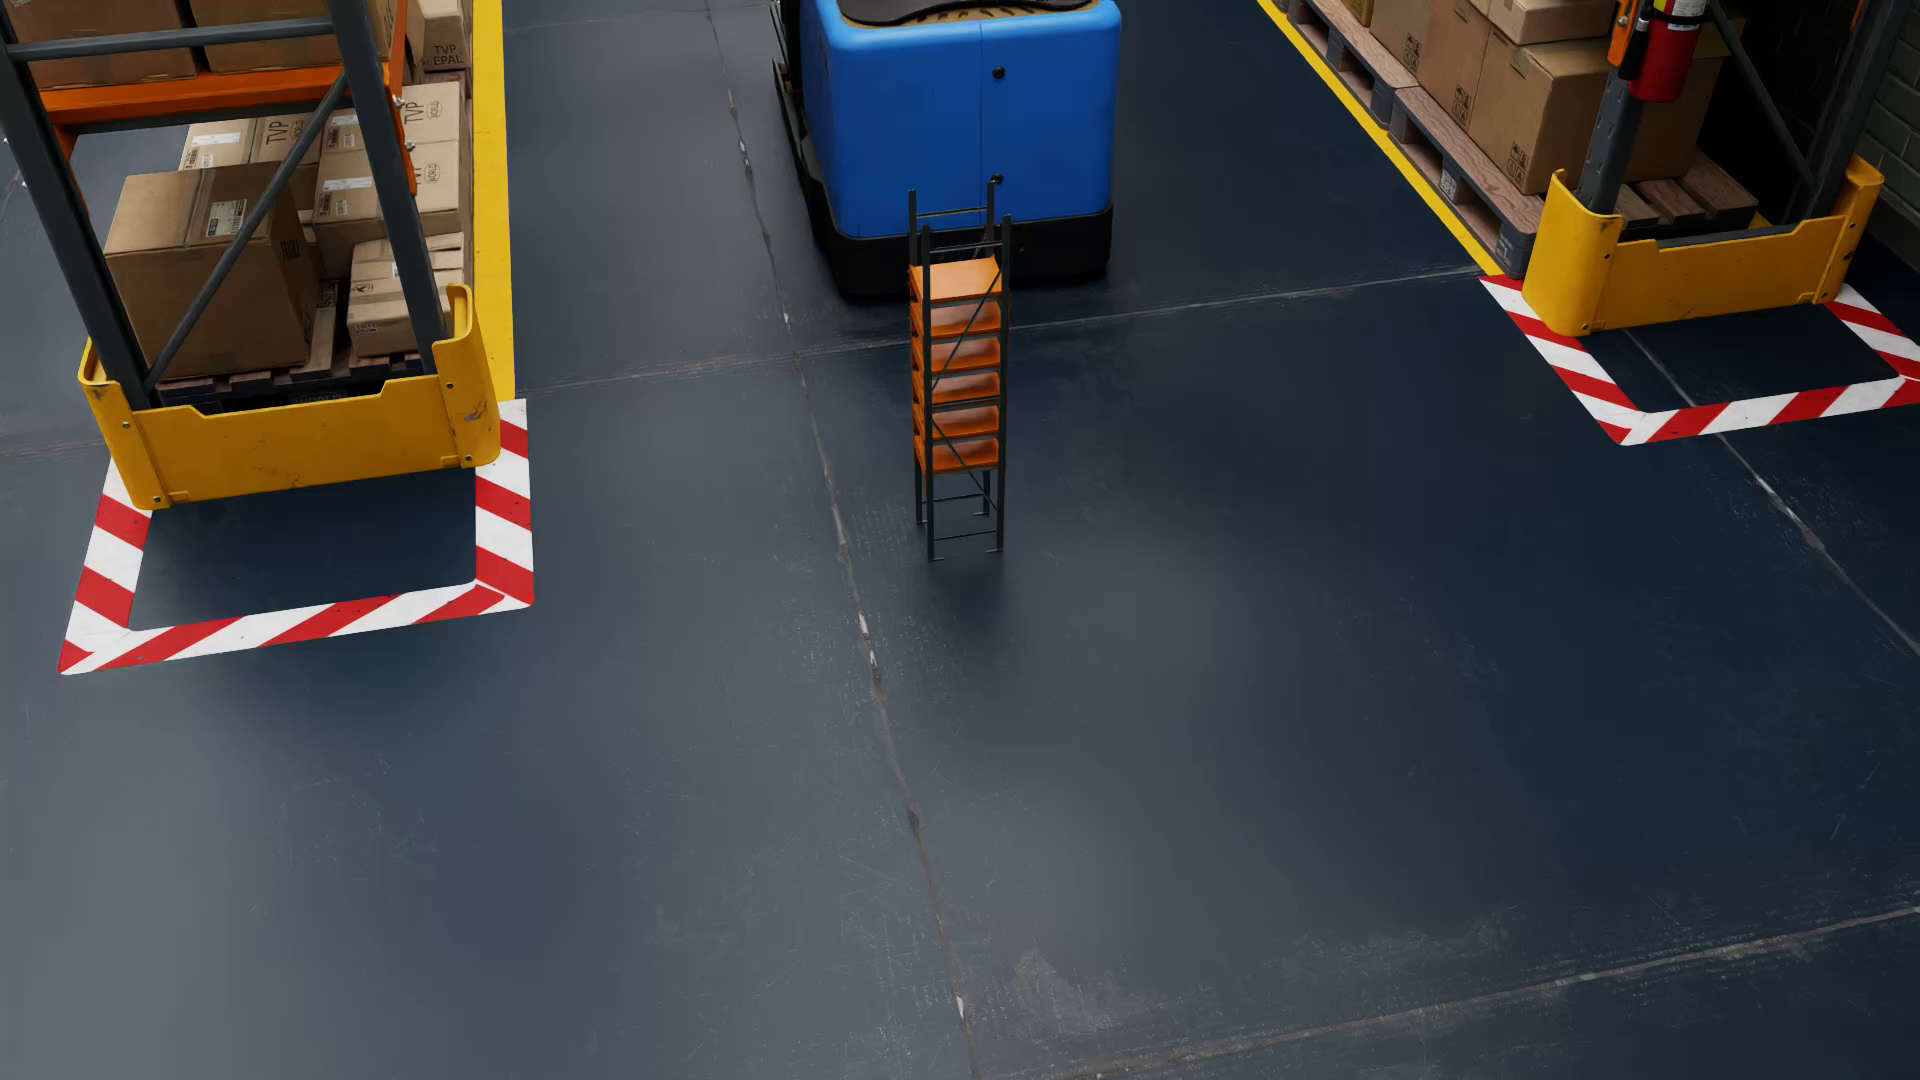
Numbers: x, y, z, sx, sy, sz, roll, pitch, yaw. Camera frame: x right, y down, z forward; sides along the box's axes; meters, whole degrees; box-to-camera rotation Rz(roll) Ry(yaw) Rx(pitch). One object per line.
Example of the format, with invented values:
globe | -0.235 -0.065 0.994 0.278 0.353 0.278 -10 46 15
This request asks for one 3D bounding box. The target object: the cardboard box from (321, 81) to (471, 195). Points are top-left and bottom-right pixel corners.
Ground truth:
cardboard box | -2.178 -1.532 6.456 0.500 0.250 0.500 -8 42 -9

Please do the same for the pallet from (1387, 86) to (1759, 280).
pallet | 2.466 -1.531 6.816 1.003 0.211 1.213 -8 42 -9

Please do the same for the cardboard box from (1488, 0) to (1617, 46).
cardboard box | 2.260 -2.028 6.353 0.380 0.149 0.250 -9 42 -10

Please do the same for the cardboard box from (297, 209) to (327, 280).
cardboard box | -2.479 -1.052 5.979 0.380 0.166 0.250 -8 42 -9

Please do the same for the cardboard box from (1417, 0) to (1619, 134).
cardboard box | 2.358 -2.053 6.870 0.700 0.500 0.500 -8 42 -9

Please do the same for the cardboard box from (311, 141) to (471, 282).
cardboard box | -2.070 -1.208 6.091 0.500 0.250 0.500 -8 42 -9

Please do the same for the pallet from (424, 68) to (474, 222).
pallet | -2.571 -1.667 6.969 1.003 0.211 1.213 -8 42 -9

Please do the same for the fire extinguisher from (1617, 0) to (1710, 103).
fire extinguisher | 2.297 -1.735 5.284 0.296 0.674 0.183 -8 42 -9

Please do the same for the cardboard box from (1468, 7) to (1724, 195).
cardboard box | 2.466 -1.729 6.504 0.700 0.500 0.500 -8 42 -9

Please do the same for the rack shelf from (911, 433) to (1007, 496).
rack shelf | -0.003 -0.245 5.051 0.258 0.103 0.180 -8 42 -9

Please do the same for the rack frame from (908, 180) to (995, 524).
rack frame | -0.023 -0.517 4.929 0.240 1.200 0.006 -8 42 -9

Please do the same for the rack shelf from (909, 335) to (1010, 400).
rack shelf | -0.003 -0.515 4.812 0.258 0.103 0.180 -8 42 -9

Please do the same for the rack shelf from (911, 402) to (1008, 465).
rack shelf | -0.003 -0.335 4.971 0.258 0.103 0.180 -8 42 -9

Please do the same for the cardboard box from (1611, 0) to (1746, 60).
cardboard box | 2.688 -1.919 6.230 0.380 0.149 0.250 -8 42 -9

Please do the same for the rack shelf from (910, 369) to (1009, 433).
rack shelf | -0.003 -0.425 4.892 0.258 0.103 0.180 -8 42 -9

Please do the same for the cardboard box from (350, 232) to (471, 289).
cardboard box | -1.930 -0.942 5.855 0.380 0.166 0.250 -8 42 -9

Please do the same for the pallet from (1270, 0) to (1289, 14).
pallet | 1.939 -3.113 8.598 1.003 0.211 1.213 -8 42 -9

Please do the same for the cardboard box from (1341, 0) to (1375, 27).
cardboard box | 2.126 -2.723 7.625 0.700 0.500 0.500 -7 42 -8

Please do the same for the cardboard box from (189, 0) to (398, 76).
cardboard box | -1.960 -1.718 4.850 0.500 0.500 0.500 -8 42 -8

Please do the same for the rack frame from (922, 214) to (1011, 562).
rack frame | 0.017 -0.399 4.795 0.240 1.200 0.006 -8 42 -9

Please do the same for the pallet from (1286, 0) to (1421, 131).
pallet | 2.206 -2.320 7.705 1.003 0.211 1.213 -8 42 -9

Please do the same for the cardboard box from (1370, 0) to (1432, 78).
cardboard box | 2.249 -2.379 7.237 0.700 0.500 0.500 -10 42 -11

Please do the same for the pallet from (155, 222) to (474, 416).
pallet | -2.311 -0.878 6.080 1.003 0.211 1.213 -8 42 -9

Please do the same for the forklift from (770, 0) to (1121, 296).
forklift | -0.223 -2.988 6.408 1.130 2.935 3.031 -8 42 -9

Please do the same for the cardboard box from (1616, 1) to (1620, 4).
cardboard box | 2.578 -2.247 6.600 0.380 0.149 0.250 -8 42 -9

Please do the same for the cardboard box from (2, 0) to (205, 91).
cardboard box | -2.484 -1.643 4.767 0.500 0.500 0.500 -7 42 -8

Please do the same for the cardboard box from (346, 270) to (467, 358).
cardboard box | -1.876 -0.774 5.678 0.380 0.149 0.250 -8 42 -9

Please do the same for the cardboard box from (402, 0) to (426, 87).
cardboard box | -2.574 -1.961 6.749 0.797 0.503 0.637 -8 42 -9

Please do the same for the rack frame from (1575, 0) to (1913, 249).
rack frame | 2.715 -2.067 5.319 1.000 3.000 0.127 -8 42 -9

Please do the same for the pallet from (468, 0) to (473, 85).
pallet | -2.837 -2.459 7.862 1.003 0.211 1.213 -8 42 -9

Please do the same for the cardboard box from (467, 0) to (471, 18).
cardboard box | -2.445 -2.483 7.604 0.380 0.149 0.250 -8 42 -9

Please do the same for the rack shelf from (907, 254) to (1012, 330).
rack shelf | -0.003 -0.694 4.653 0.258 0.103 0.180 -8 42 -9

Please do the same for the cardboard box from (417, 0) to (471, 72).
cardboard box | -2.423 -2.292 7.266 0.500 0.311 0.500 -8 42 -9

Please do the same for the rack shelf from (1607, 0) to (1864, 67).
rack shelf | 2.283 -3.094 7.018 1.077 0.370 4.000 -8 42 -9

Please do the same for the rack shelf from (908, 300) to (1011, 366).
rack shelf | -0.003 -0.604 4.732 0.258 0.103 0.180 -8 42 -9

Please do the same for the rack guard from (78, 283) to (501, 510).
rack guard | -2.138 -0.469 5.402 1.175 0.500 0.348 -8 42 -9

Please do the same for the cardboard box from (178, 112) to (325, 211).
cardboard box | -2.655 -1.428 6.339 0.500 0.250 0.500 -8 42 -9

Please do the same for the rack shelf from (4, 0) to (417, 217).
rack shelf | -2.553 -2.382 6.216 1.077 0.370 4.000 -8 42 -9

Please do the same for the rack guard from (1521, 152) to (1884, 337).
rack guard | 2.720 -1.117 6.131 1.175 0.500 0.348 -8 42 -9

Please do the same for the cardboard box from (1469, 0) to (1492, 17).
cardboard box | 2.204 -2.194 6.540 0.380 0.149 0.250 -7 42 -8

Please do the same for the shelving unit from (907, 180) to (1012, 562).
shelving unit | -0.003 -0.458 4.862 0.258 1.200 0.189 -8 42 -9

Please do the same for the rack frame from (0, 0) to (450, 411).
rack frame | -2.121 -1.355 4.517 1.000 3.000 0.127 -8 42 -9

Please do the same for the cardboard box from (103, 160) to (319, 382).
cardboard box | -2.479 -0.902 5.558 0.500 0.500 0.500 -8 42 -9
